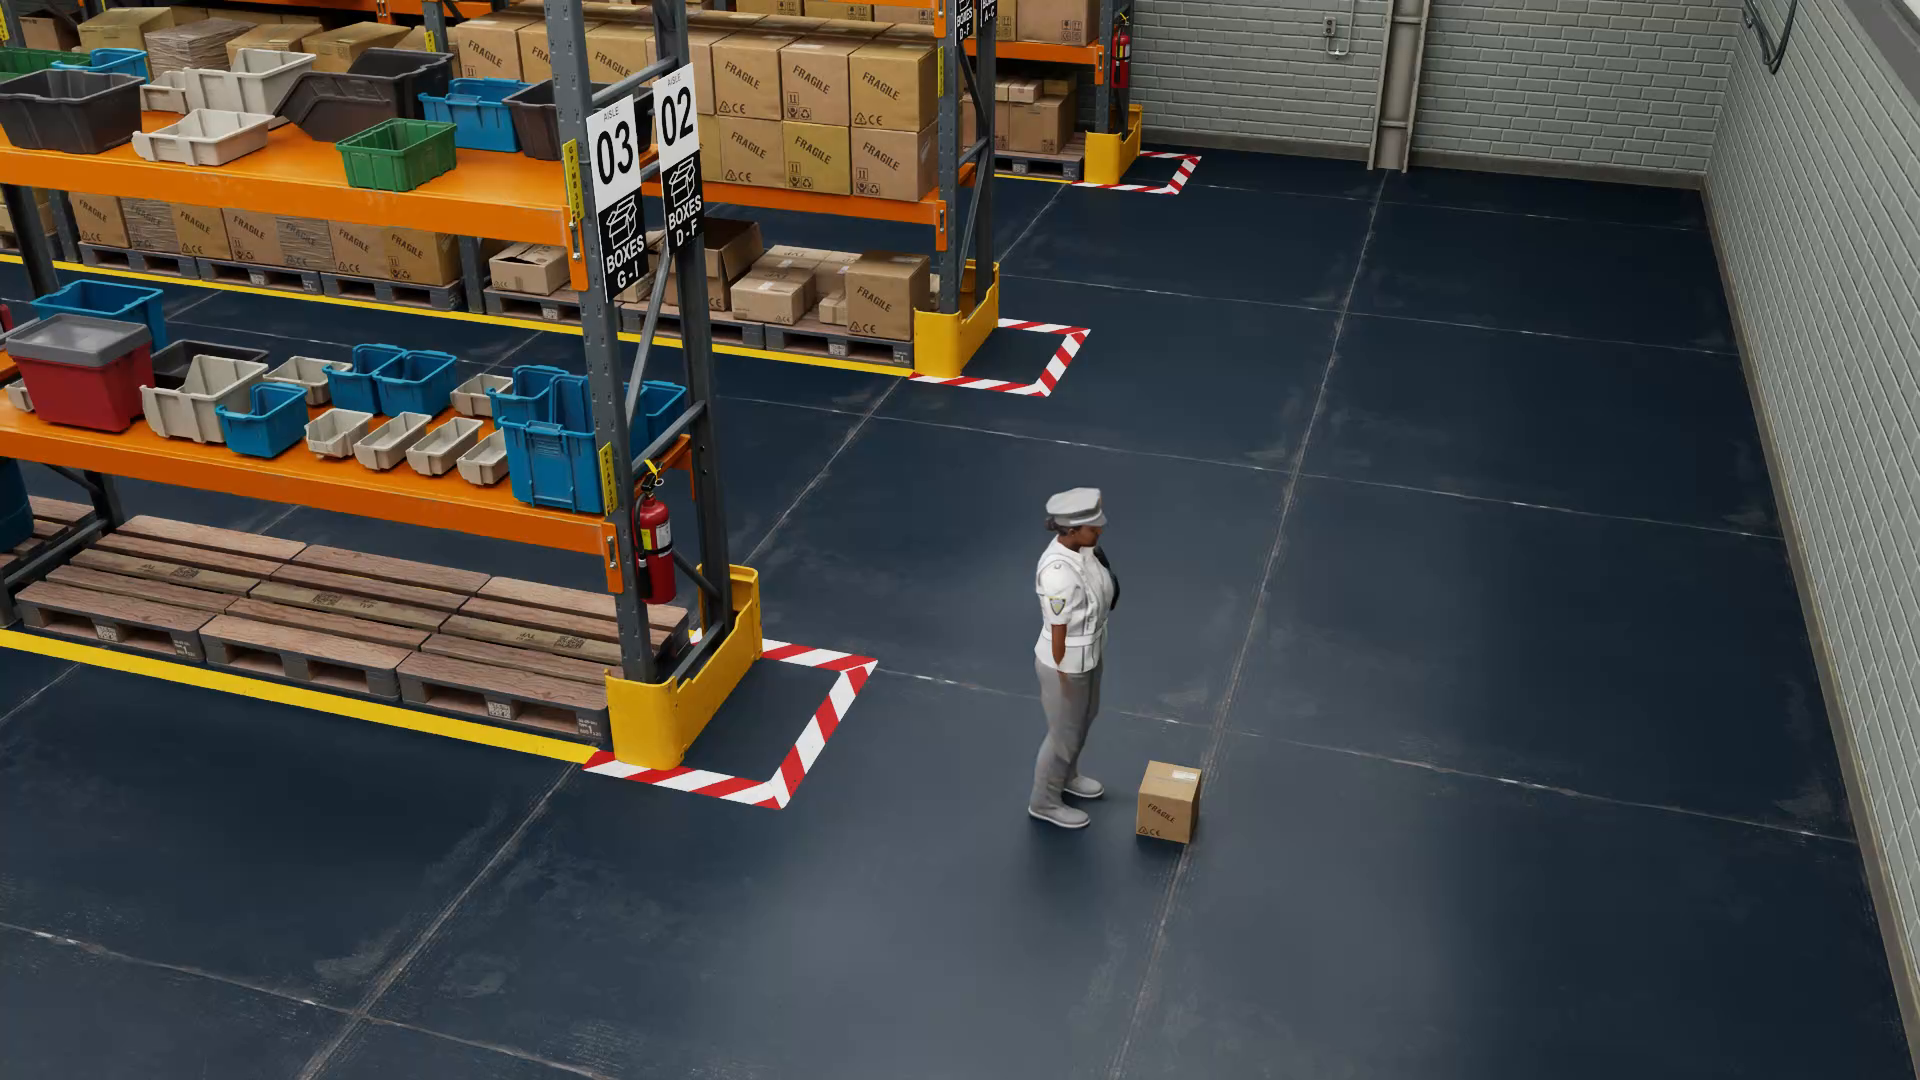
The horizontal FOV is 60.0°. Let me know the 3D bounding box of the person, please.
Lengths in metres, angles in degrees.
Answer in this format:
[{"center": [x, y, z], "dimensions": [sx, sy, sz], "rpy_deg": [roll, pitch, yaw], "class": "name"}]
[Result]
[{"center": [0.519, 0.528, 7.558], "dimensions": [0.341, 1.672, 0.437], "rpy_deg": [9, 31, 16], "class": "person"}]
